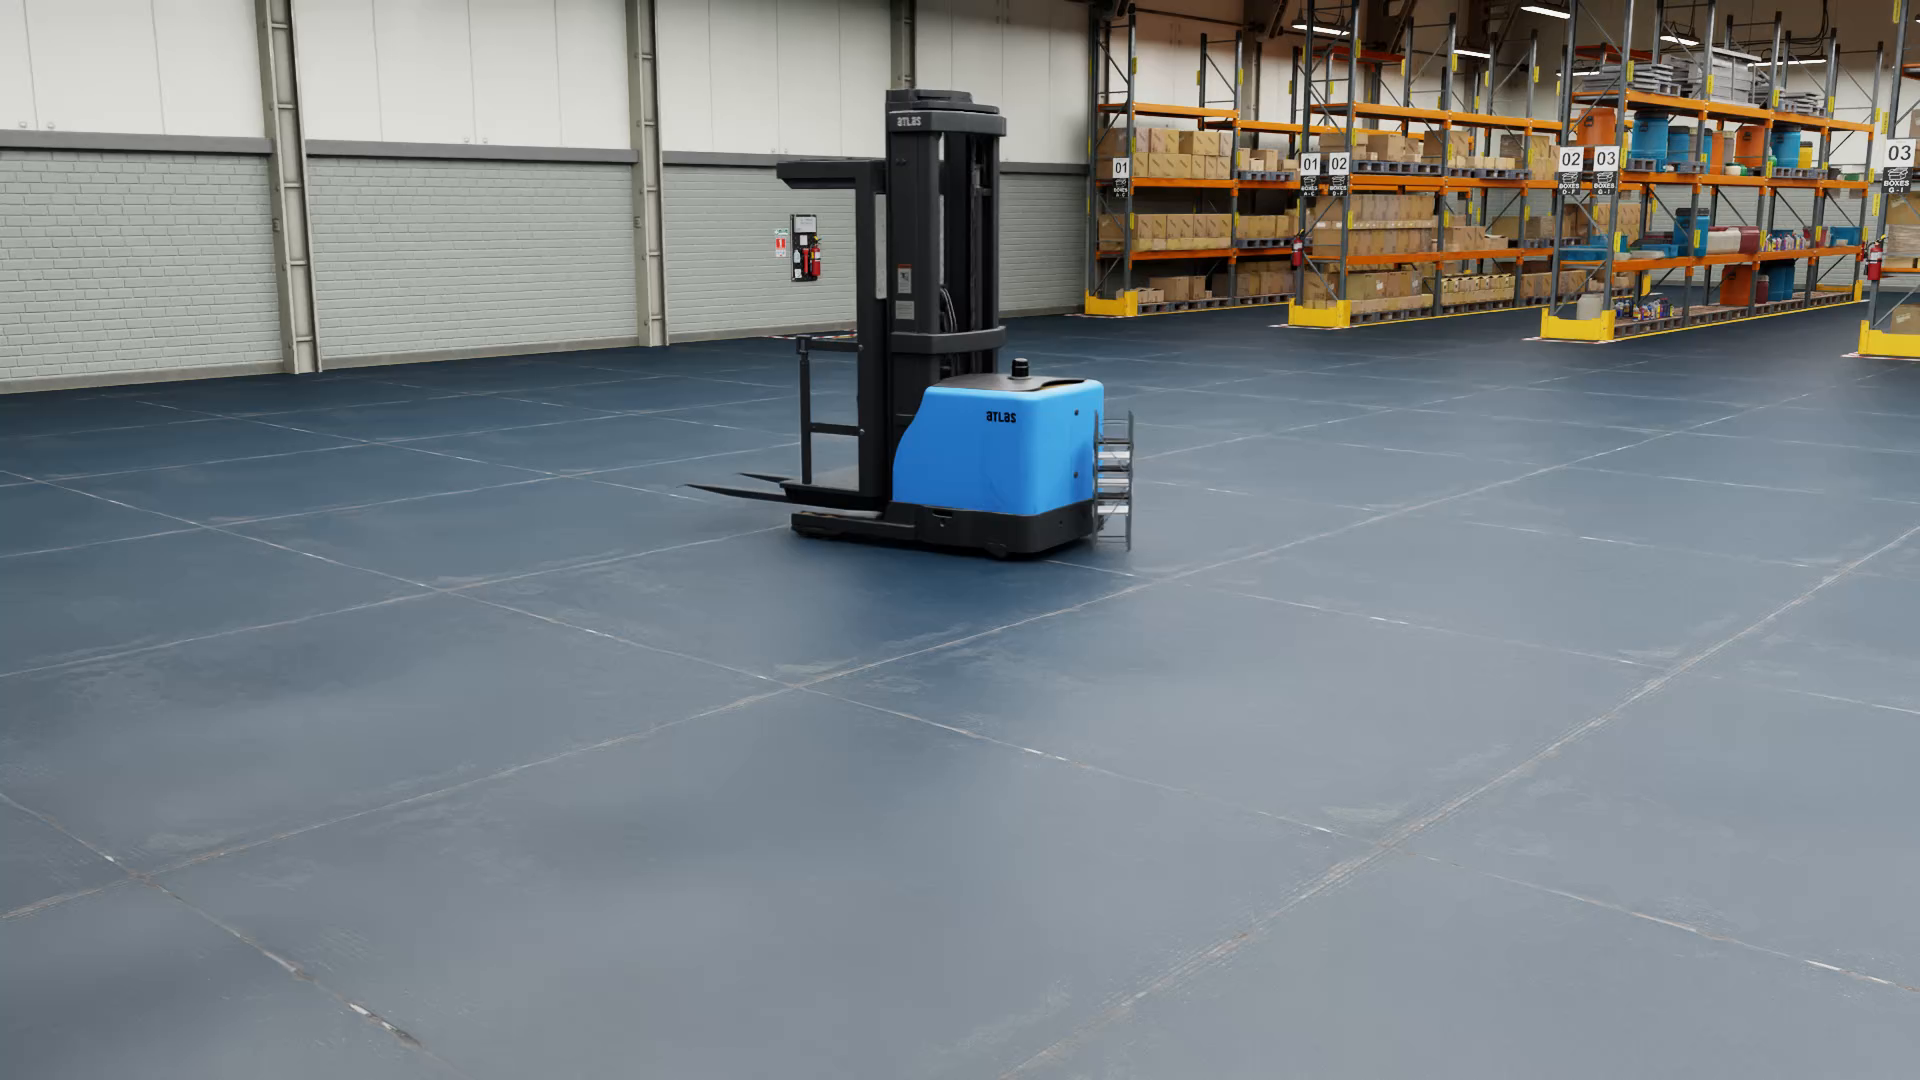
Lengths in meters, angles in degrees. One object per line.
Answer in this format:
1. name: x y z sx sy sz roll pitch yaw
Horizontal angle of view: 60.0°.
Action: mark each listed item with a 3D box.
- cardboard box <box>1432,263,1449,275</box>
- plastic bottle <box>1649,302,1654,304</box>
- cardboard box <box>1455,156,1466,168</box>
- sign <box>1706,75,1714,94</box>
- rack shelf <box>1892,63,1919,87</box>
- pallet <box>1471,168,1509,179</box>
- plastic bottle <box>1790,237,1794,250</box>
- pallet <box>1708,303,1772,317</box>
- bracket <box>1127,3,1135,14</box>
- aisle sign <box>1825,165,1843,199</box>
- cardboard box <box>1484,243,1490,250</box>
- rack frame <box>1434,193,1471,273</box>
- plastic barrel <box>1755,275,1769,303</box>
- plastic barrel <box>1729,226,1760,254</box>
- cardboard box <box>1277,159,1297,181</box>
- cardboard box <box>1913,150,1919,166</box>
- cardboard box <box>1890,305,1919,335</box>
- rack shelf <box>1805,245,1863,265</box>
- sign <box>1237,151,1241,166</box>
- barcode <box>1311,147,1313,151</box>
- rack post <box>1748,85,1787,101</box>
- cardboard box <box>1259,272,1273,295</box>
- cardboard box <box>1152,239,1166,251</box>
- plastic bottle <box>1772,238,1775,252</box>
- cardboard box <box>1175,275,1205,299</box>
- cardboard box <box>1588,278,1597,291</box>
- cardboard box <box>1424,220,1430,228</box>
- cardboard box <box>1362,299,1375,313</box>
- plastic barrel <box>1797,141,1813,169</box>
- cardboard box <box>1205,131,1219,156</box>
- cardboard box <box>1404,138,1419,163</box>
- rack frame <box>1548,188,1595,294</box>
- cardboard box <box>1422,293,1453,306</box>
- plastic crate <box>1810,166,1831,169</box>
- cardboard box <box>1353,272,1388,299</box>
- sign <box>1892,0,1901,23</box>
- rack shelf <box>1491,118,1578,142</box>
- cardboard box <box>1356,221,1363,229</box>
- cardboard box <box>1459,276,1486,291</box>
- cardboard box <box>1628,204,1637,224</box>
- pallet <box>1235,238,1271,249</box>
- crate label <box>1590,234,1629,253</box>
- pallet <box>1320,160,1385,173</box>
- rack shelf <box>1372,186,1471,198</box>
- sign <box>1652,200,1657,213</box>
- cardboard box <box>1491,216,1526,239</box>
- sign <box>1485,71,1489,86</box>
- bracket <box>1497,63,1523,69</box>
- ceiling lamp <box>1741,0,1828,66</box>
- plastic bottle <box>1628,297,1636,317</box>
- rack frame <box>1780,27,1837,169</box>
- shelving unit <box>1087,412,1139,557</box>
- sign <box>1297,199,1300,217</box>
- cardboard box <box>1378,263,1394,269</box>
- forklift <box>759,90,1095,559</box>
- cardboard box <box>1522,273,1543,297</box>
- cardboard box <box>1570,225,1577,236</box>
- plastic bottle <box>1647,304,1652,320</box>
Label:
1. cardboard box: 12.961 -7.337 45.598 0.700 0.500 0.500 10 15 40
2. plastic bottle: 12.736 -4.235 30.589 0.152 0.276 0.135 10 15 40
3. cardboard box: 10.255 -7.915 34.834 0.500 0.250 0.500 8 14 35
4. sign: 13.605 -8.267 30.159 0.100 0.325 0.005 10 15 40
5. rack shelf: 15.599 -7.153 25.894 1.077 0.370 4.000 10 15 40
6. pallet: 11.004 -7.832 35.587 1.003 0.211 1.213 11 16 43
7. plastic bottle: 17.888 -6.389 35.856 0.152 0.276 0.135 10 15 40
8. pallet: 16.328 -4.843 34.918 1.003 0.211 1.213 10 15 40
9. bracket: 3.469 -11.130 34.768 0.235 0.232 0.430 10 15 40
10. aisle sign: 20.945 -8.589 39.921 0.394 0.787 0.004 10 15 40
11. cardboard box: 11.321 -6.412 36.295 0.250 0.149 0.380 -11 16 -43
12. rack frame: 13.678 -8.547 46.343 1.000 3.000 0.127 10 15 40
13. plastic barrel: 16.895 -5.352 35.435 0.600 0.588 0.708 10 15 40
14. plastic barrel: 15.761 -6.048 33.486 0.600 0.536 0.708 10 15 40
15. cardboard box: 7.472 -8.722 39.249 0.637 0.503 0.797 -10 15 -40
16. cardboard box: 14.406 -5.772 25.178 0.500 0.250 0.500 10 15 42
17. cardboard box: 14.704 -3.341 25.591 0.500 0.500 0.500 -9 14 -37
18. rack shelf: 19.800 -6.619 38.527 1.077 0.370 4.000 10 15 40
19. sign: 6.170 -8.436 36.814 0.100 0.325 0.005 10 15 40
20. barcode: 6.677 -7.415 31.537 0.001 0.075 0.075 10 15 40
21. rack post: 16.287 -9.105 34.017 0.954 0.300 0.937 10 15 40
22. cardboard box: 6.901 -6.034 39.021 0.700 0.500 0.500 10 15 41
23. cardboard box: 4.009 -6.238 35.116 0.500 0.250 0.500 9 15 39
24. plastic bottle: 17.011 -6.183 34.836 0.097 0.271 0.097 0 11 0
25. cardboard box: 5.102 -5.613 36.915 0.500 0.500 0.500 8 14 36
26. cardboard box: 15.201 -6.249 40.582 0.500 0.311 0.500 10 15 40
27. cardboard box: 9.297 -6.404 33.707 0.380 0.149 0.250 9 15 39
28. cardboard box: 7.688 -4.534 32.203 0.500 0.250 0.500 10 15 40
29. plastic barrel: 18.030 -8.286 35.826 0.600 0.588 0.600 0 11 0
30. cardboard box: 5.274 -8.610 36.143 0.500 0.500 0.500 11 16 43
31. cardboard box: 8.950 -7.896 33.741 0.500 0.500 0.500 -11 15 -43
32. rack frame: 14.761 -7.318 40.193 1.000 3.000 0.127 10 15 40
33. cardboard box: 9.933 -5.026 34.665 0.500 0.250 0.500 9 15 39
34. plastic crate: 19.905 -8.517 38.695 0.504 0.338 0.767 10 15 40
35. cardboard box: 8.010 -4.977 32.505 0.500 0.500 0.500 10 15 40
36. sign: 13.875 -7.824 24.618 0.100 0.325 0.005 10 15 40
37. rack shelf: 13.441 -9.417 38.241 1.077 0.370 4.000 10 15 40
38. cardboard box: 7.433 -5.989 31.626 0.380 0.149 0.250 9 15 39
39. cardboard box: 10.954 -5.529 35.749 0.500 0.311 0.500 10 15 42
40. cardboard box: 16.643 -8.194 41.768 0.500 0.500 0.500 10 15 42
41. pallet: 6.371 -6.781 37.991 1.003 0.211 1.213 10 15 40
42. crate label: 11.570 -5.235 29.671 0.502 0.435 0.616 10 15 40
43. pallet: 7.326 -7.081 31.572 1.003 0.211 1.213 10 15 40
44. rack shelf: 12.358 -9.370 44.646 1.077 0.370 4.000 10 15 40
45. sign: 17.805 -8.555 42.621 0.100 0.325 0.005 10 15 40
46. cardboard box: 12.452 -7.092 37.732 0.700 0.500 0.500 4 12 21
47. sign: 11.707 -10.237 36.903 0.100 0.325 0.005 10 15 40
48. bracket: 16.526 -14.040 49.338 0.076 0.066 3.189 10 15 40
49. ceiling lamp: 21.050 -13.782 42.335 2.000 3.185 0.800 10 15 40
50. plastic bottle: 12.463 -4.333 30.888 0.144 0.351 0.185 10 15 40
51. rack frame: 18.480 -9.619 36.396 1.000 3.000 0.127 10 15 40
52. shelving unit: 0.987 -0.361 10.722 0.258 0.900 0.210 -9 14 -37
53. sign: 6.442 -6.309 31.578 0.100 0.325 0.005 10 15 40
54. cardboard box: 10.706 -6.997 43.003 0.750 0.750 0.750 10 15 41
55. forklift: -0.388 -1.555 11.511 1.130 2.935 3.031 -8 14 -35
56. cardboard box: 12.977 -5.827 37.988 0.500 0.500 0.500 9 14 38
57. cardboard box: 14.899 -7.474 40.717 0.500 0.500 0.500 10 15 41
58. plastic bottle: 12.415 -4.111 29.977 0.097 0.271 0.097 0 11 0
